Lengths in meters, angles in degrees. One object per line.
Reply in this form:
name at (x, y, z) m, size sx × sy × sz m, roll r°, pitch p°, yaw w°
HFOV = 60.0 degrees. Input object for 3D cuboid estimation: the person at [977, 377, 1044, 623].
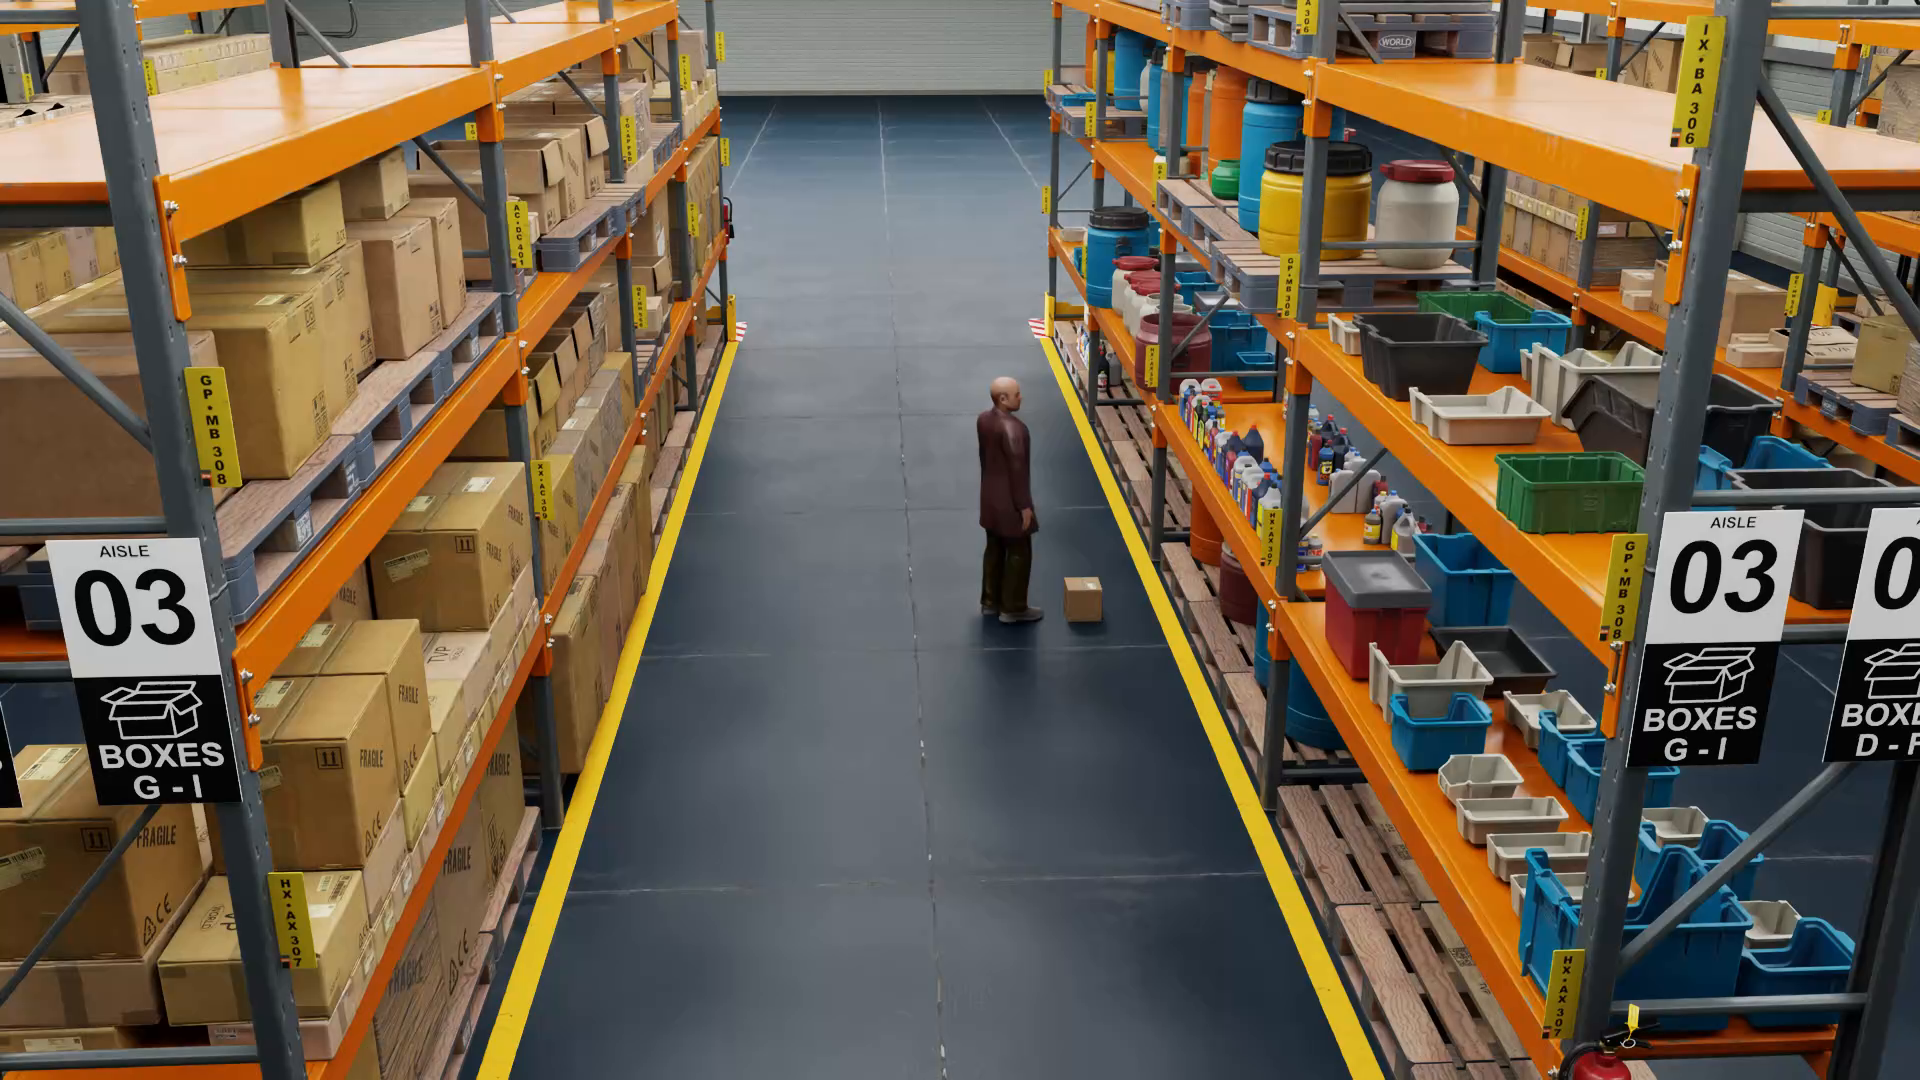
person at (0.366, -0.296, 11.841) m, size 0.418 × 1.790 × 0.671 m, roll -10°, pitch 23°, yaw -26°
